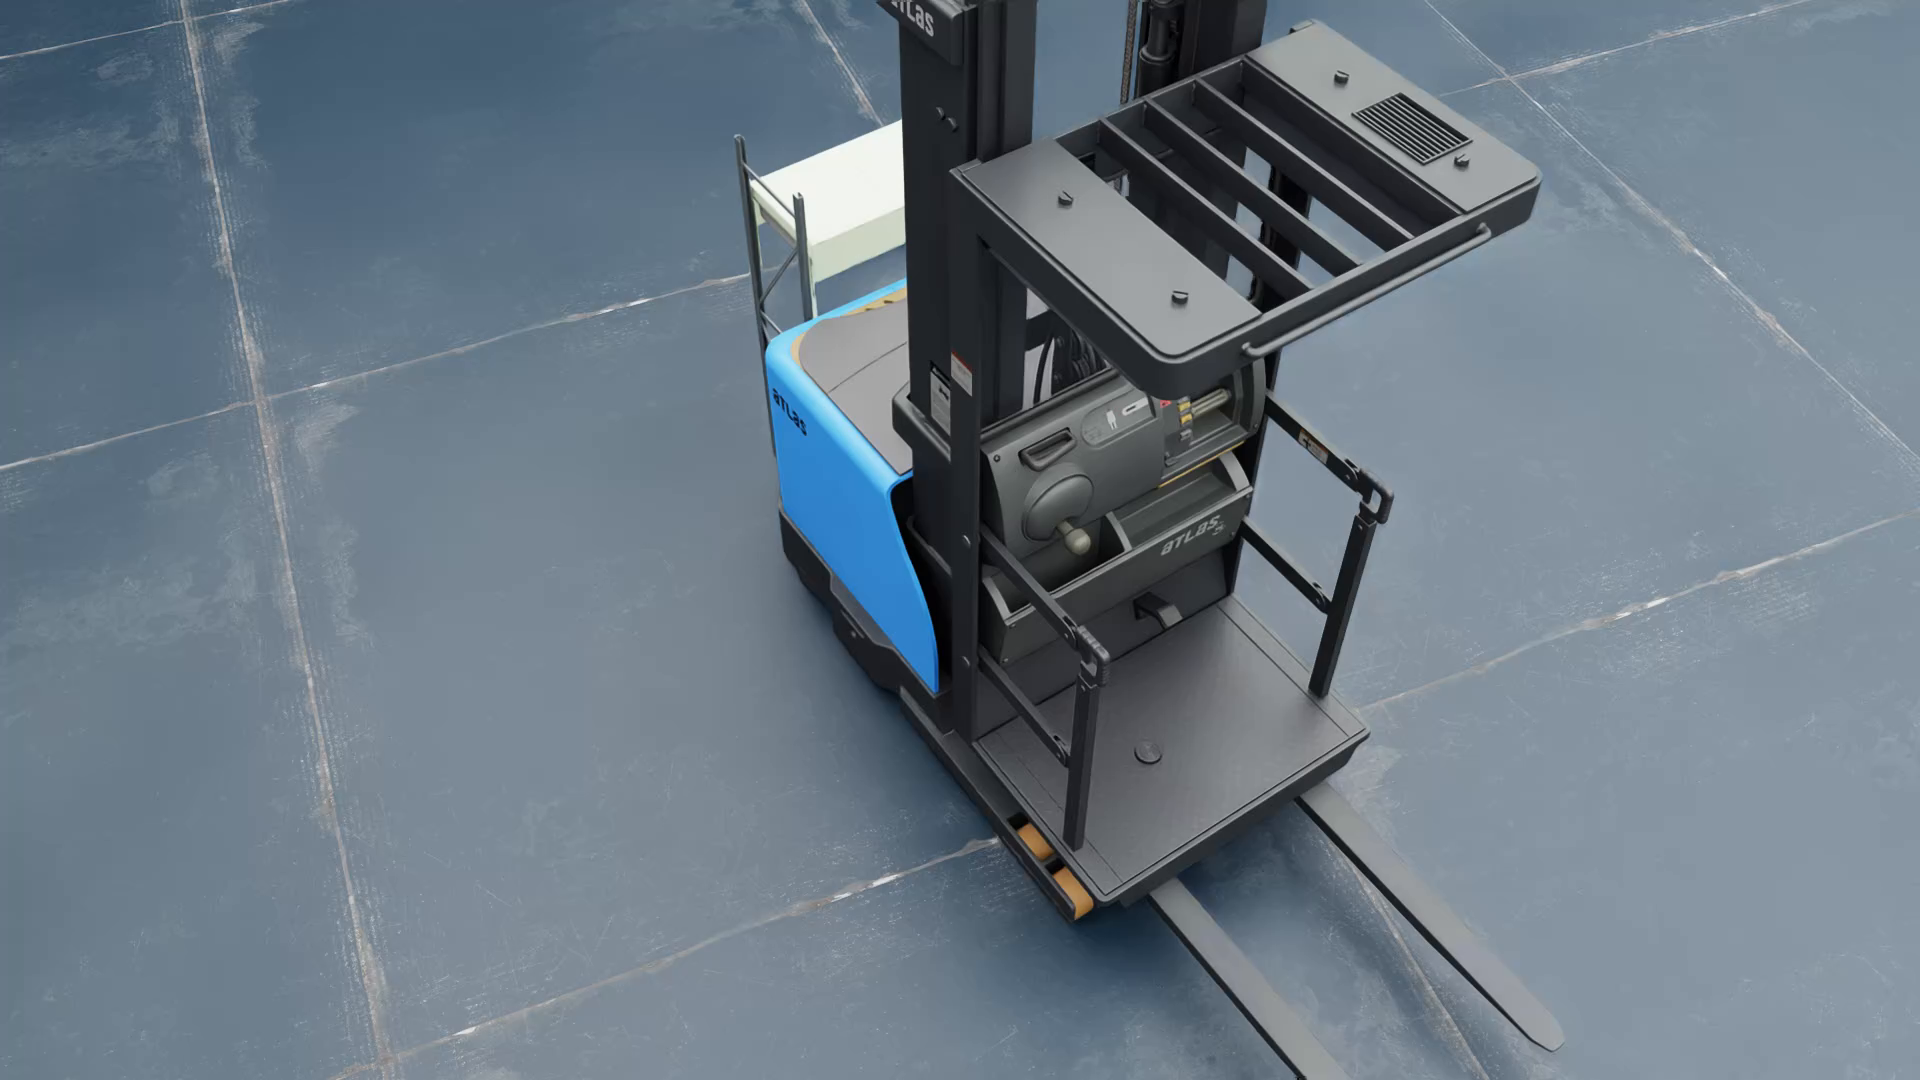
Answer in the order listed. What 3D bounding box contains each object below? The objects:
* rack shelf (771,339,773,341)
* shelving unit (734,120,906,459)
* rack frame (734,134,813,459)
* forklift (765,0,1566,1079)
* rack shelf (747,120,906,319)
[{"bbox_3d":[-0.312,-0.651,6.250,0.720,0.370,0.431,-28,55,-22],"label":"rack shelf"},{"bbox_3d":[-0.312,-0.863,6.002,0.755,1.500,0.431,-28,55,-22],"label":"shelving unit"},{"bbox_3d":[-0.612,-0.704,5.866,0.023,1.500,0.400,-28,55,-22],"label":"rack frame"},{"bbox_3d":[0.596,-0.188,4.479,1.130,2.935,3.031,-27,55,-22],"label":"forklift"},{"bbox_3d":[-0.312,-1.117,5.706,0.720,0.370,0.431,-28,55,-22],"label":"rack shelf"}]
